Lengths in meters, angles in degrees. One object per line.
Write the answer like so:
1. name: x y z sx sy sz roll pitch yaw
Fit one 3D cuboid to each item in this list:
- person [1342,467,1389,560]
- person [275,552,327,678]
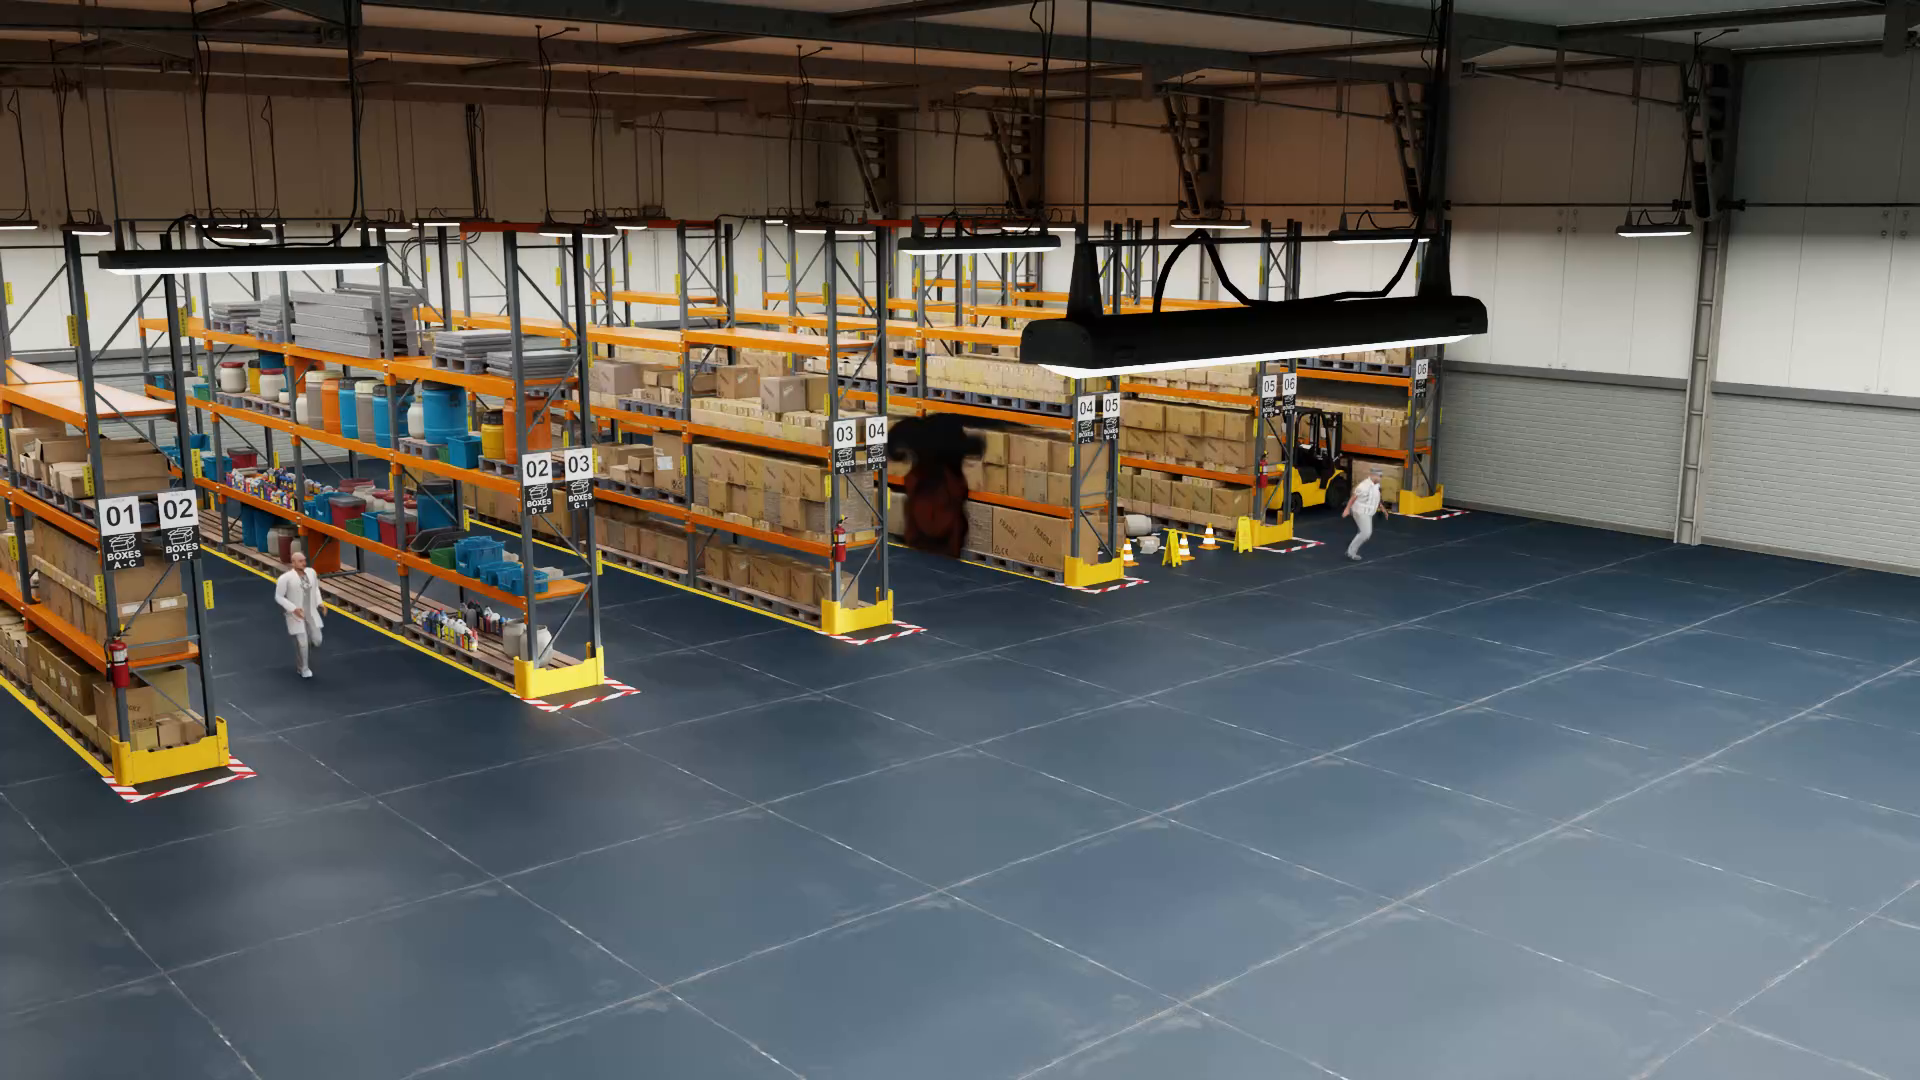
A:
1. person: 7.305 -0.472 29.929 0.682 1.702 0.664 9 15 39
2. person: -8.938 1.007 22.553 0.678 1.724 0.687 10 15 40
